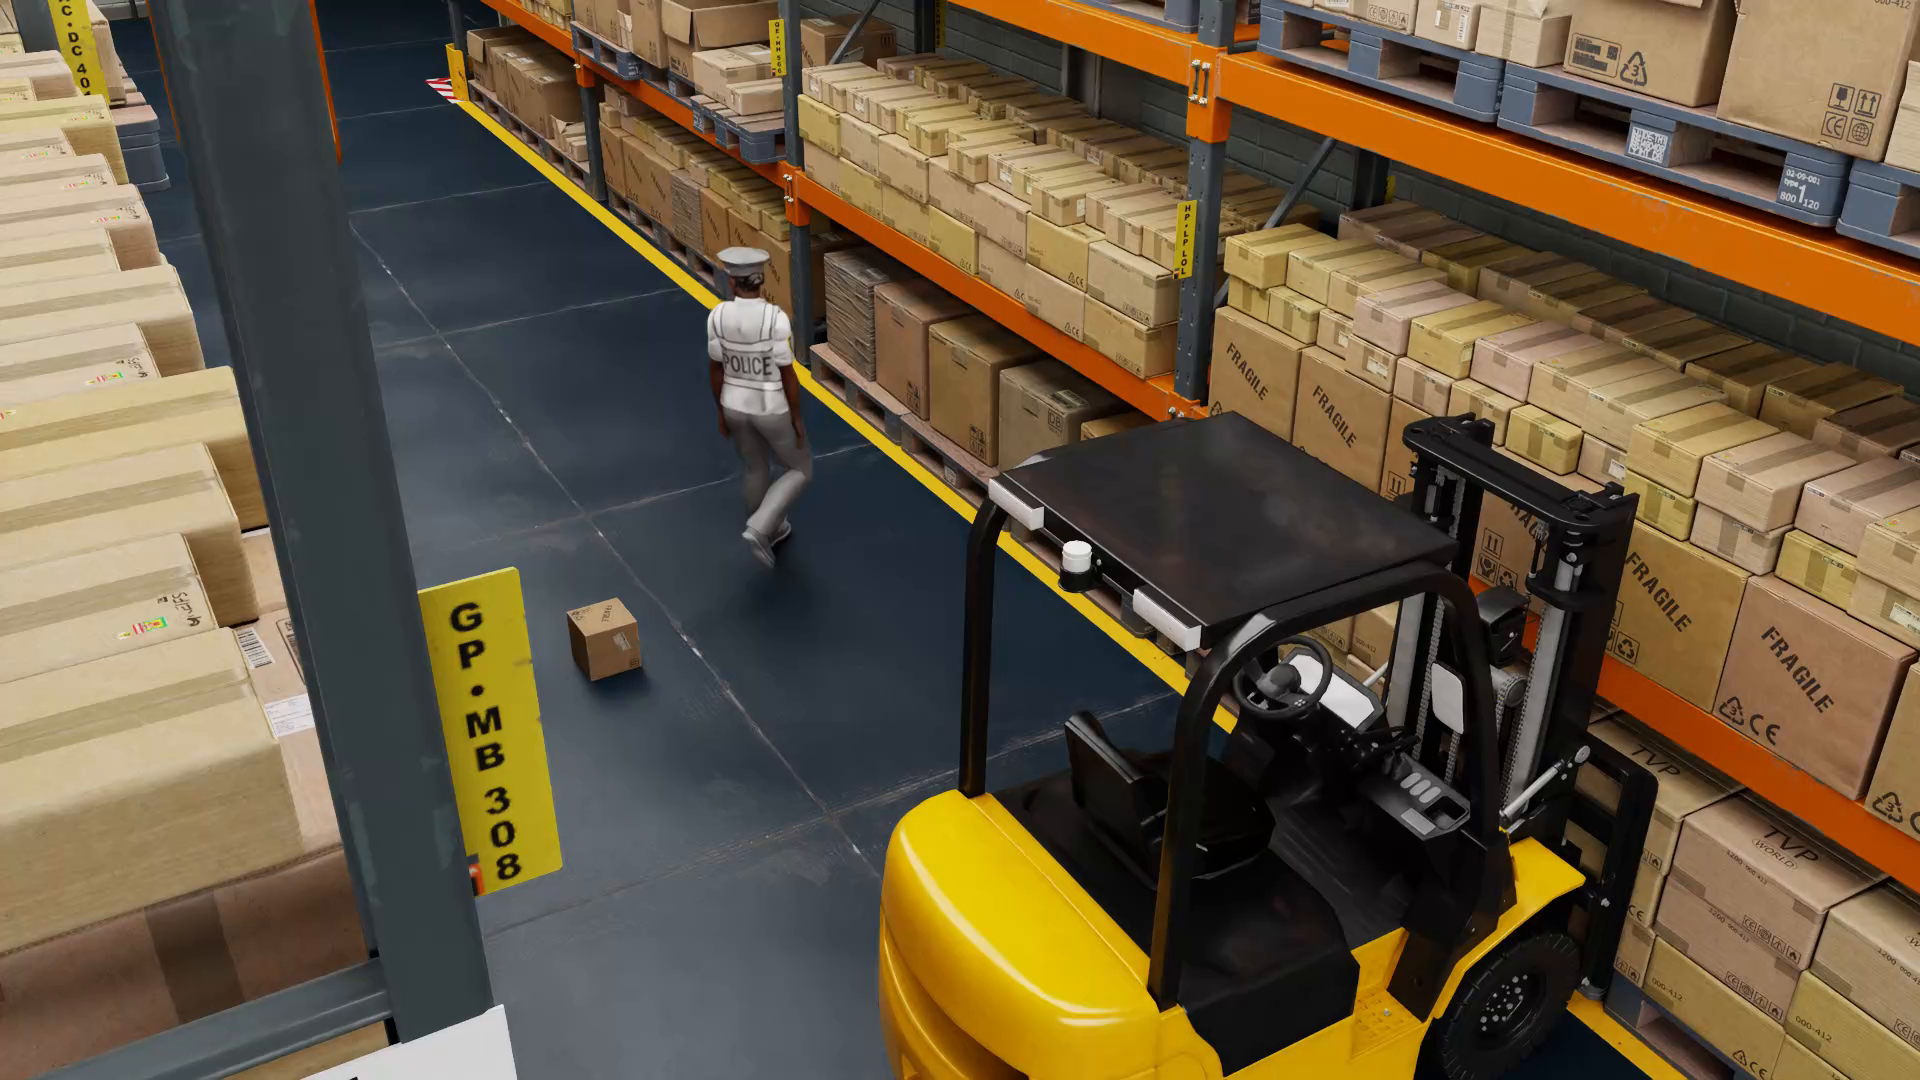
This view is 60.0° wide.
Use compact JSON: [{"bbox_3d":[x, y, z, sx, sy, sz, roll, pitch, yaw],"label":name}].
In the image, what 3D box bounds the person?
[{"bbox_3d":[-0.988,-0.630,8.228,0.480,1.648,0.642,10,31,18],"label":"person"}]
